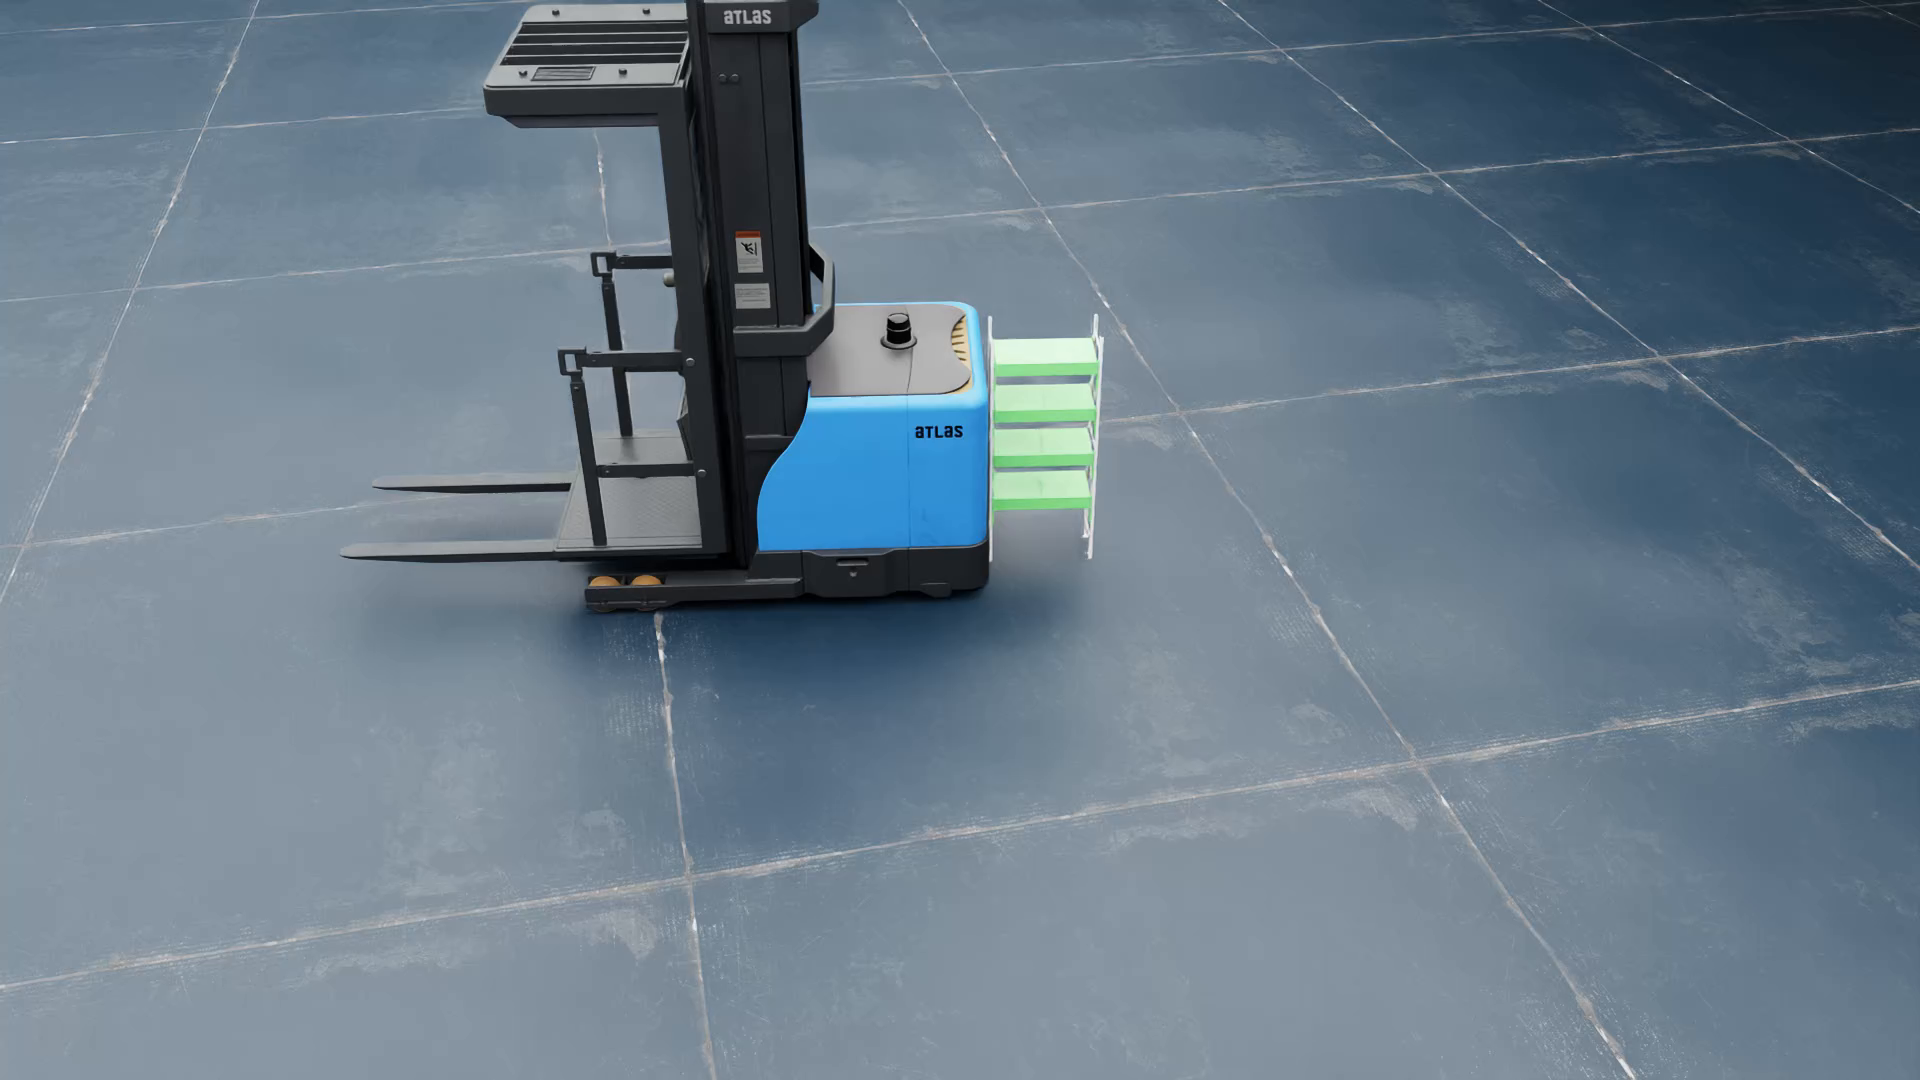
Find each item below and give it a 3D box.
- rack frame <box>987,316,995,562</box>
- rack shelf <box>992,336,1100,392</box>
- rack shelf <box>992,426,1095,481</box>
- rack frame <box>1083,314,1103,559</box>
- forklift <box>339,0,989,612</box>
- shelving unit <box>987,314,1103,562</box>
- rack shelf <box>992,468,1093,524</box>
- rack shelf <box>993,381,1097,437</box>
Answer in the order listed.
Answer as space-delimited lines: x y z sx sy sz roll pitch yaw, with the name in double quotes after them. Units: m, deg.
0.142 -0.460 7.859 0.015 1.200 0.240 -1 34 -2 "rack frame"
0.386 -0.811 7.636 0.480 0.148 0.258 -1 34 -2 "rack shelf"
0.386 -0.413 7.903 0.480 0.148 0.258 -1 34 -2 "rack shelf"
0.629 -0.472 7.876 0.015 1.200 0.240 -1 34 -2 "rack frame"
-1.396 -1.183 7.382 3.031 2.935 1.130 -1 34 -2 "forklift"
0.386 -0.466 7.867 0.503 1.200 0.258 -1 34 -2 "shelving unit"
0.386 -0.214 8.037 0.480 0.148 0.258 -1 34 -2 "rack shelf"
0.386 -0.612 7.769 0.480 0.148 0.258 -1 34 -2 "rack shelf"
